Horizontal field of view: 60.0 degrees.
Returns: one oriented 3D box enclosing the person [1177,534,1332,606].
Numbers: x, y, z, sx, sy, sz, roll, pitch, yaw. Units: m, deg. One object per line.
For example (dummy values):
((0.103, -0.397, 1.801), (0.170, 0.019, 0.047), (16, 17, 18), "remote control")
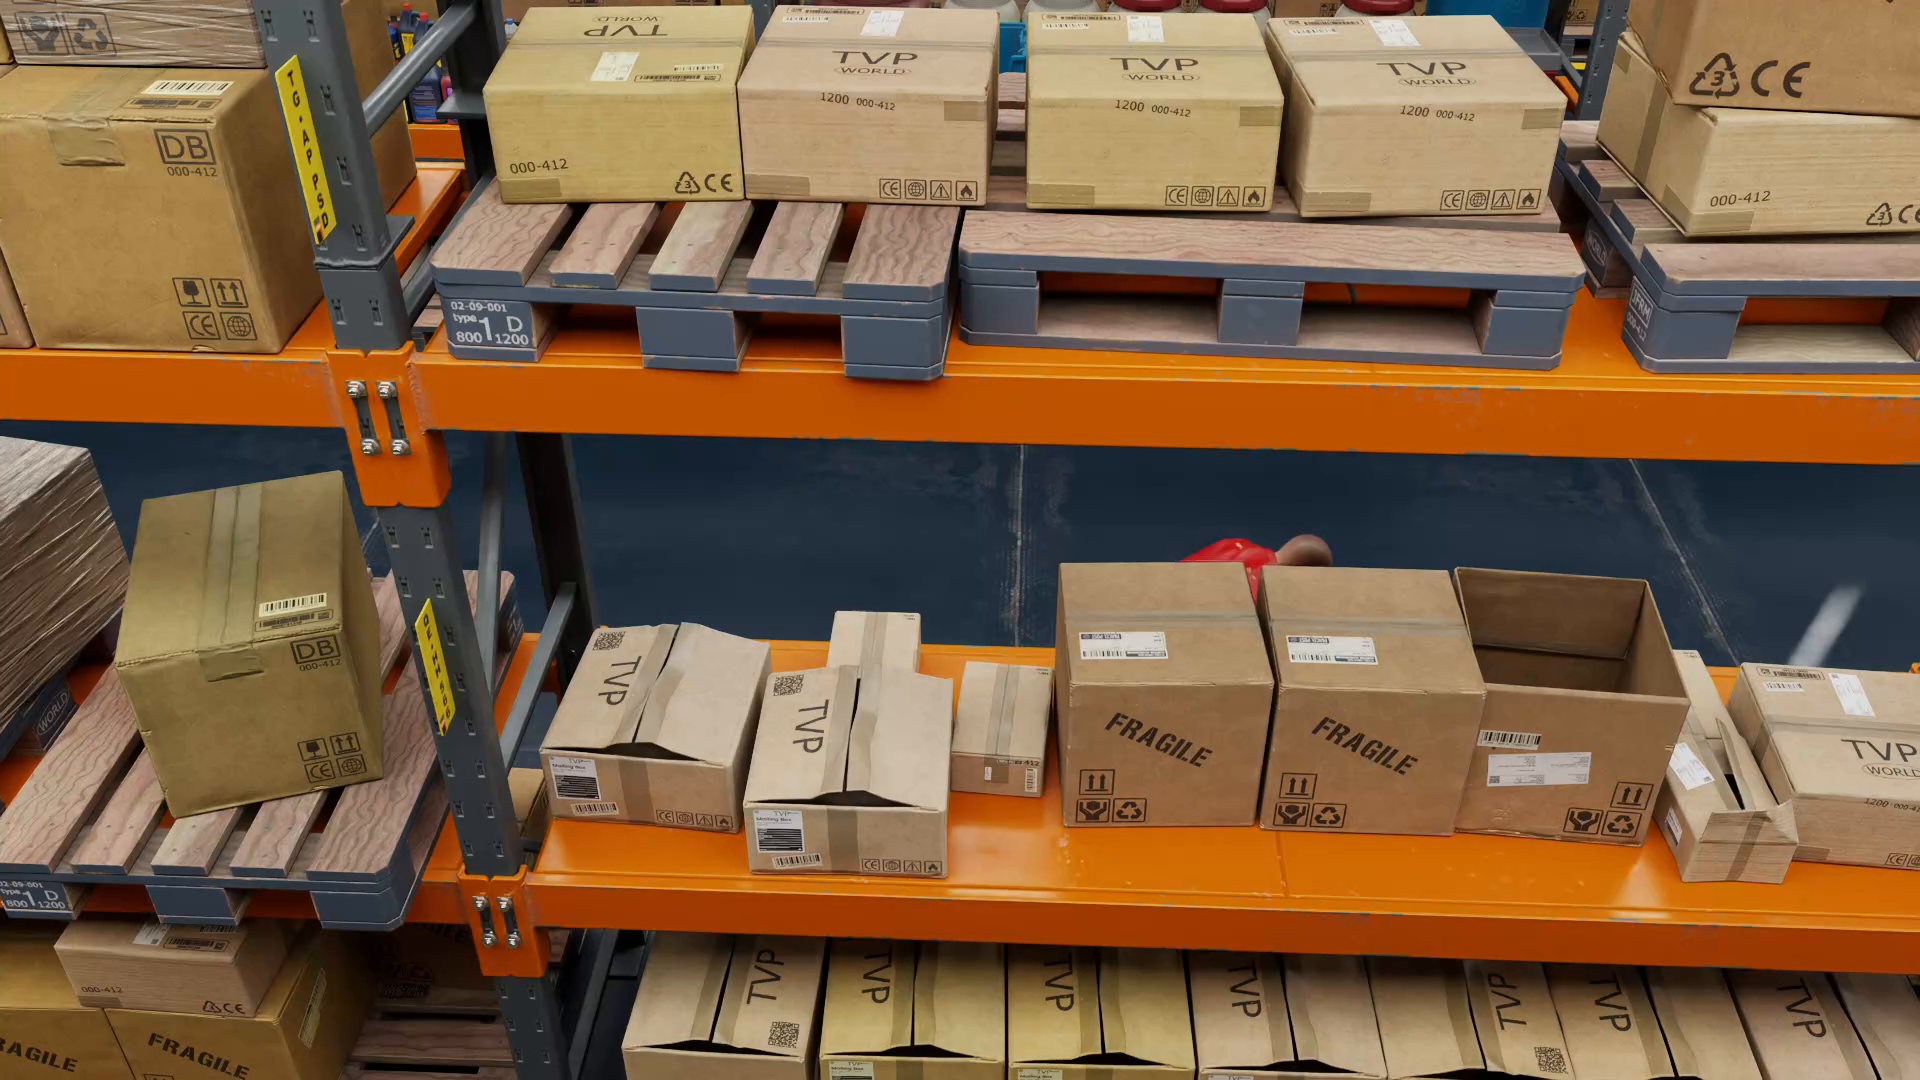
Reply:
((0.921, 0.412, 6.230), (0.877, 0.988, 0.522), (1, 35, 1), "person")
